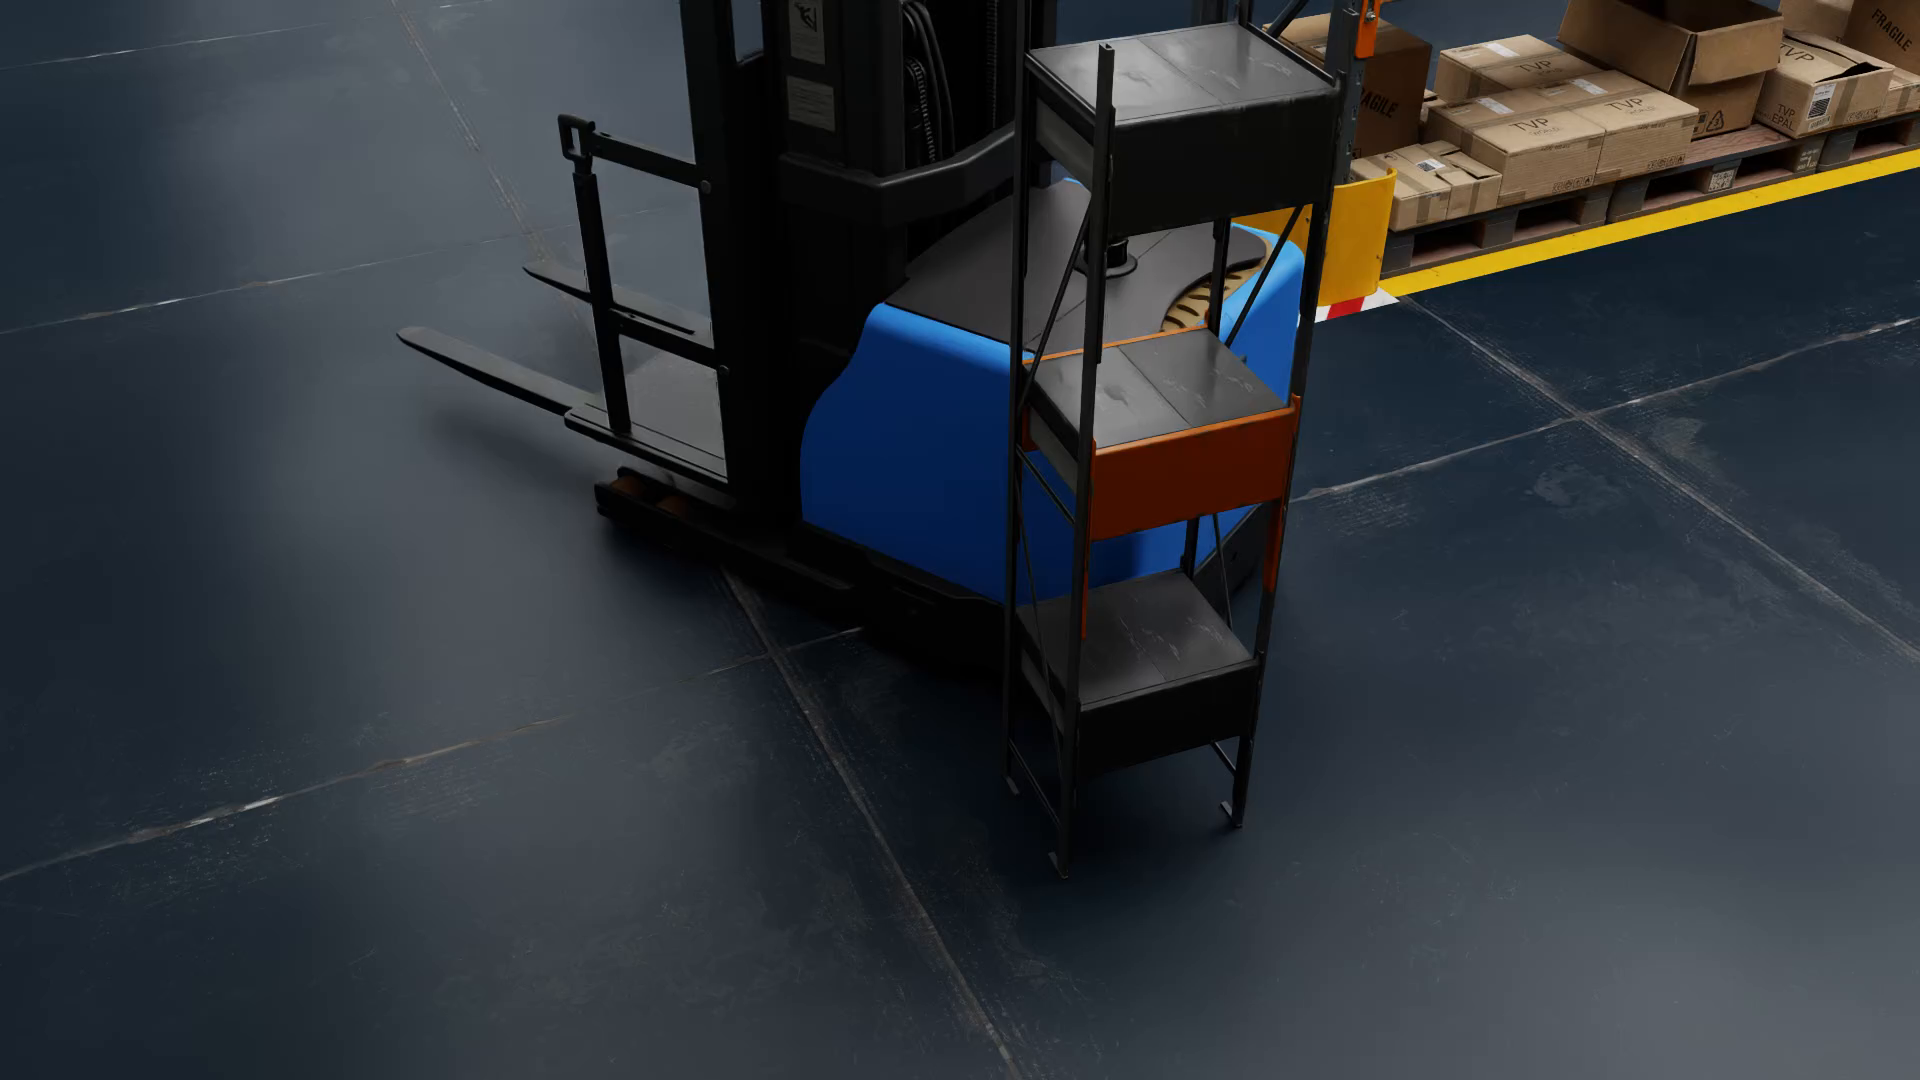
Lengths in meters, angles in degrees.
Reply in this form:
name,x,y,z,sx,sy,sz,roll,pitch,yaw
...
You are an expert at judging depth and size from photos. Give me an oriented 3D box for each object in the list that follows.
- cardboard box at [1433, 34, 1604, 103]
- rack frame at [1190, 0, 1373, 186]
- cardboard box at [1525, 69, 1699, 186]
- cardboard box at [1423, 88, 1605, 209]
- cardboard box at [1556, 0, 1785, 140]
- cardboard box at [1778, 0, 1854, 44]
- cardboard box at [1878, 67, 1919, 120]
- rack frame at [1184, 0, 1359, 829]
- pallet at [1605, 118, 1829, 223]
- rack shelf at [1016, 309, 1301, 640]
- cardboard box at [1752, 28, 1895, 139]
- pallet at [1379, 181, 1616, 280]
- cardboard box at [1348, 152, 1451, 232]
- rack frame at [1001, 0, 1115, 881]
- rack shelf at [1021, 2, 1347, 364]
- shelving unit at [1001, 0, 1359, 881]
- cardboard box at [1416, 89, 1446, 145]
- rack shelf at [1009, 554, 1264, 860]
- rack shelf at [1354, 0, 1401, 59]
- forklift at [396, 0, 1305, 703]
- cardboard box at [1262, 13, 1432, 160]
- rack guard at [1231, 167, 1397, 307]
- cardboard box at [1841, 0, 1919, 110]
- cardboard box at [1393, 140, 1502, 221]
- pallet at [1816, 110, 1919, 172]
name,x,y,z,sx,sy,sz,roll,pitch,yaw
cardboard box,2.465,-2.006,7.375,0.500,0.250,0.500,-16,39,-20
rack frame,1.204,-2.439,6.020,0.127,3.000,1.000,-16,39,-20
cardboard box,2.722,-1.749,7.029,0.500,0.250,0.500,-16,39,-20
cardboard box,2.270,-1.622,6.858,0.500,0.250,0.500,-16,39,-20
cardboard box,3.127,-2.147,7.353,0.637,0.503,0.797,-16,39,-20
cardboard box,4.353,-2.559,8.069,0.500,0.311,0.500,-16,39,-20
cardboard box,4.116,-2.059,7.531,0.250,0.149,0.380,-16,39,-20
rack frame,0.644,-0.217,3.780,0.015,2.100,0.400,-13,38,-17
pallet,3.097,-1.847,7.563,1.213,0.211,1.003,-16,39,-20
rack shelf,0.416,-0.154,3.717,0.480,0.518,0.431,-13,38,-17
cardboard box,3.751,-2.061,7.399,0.500,0.311,0.500,-16,39,-20
pallet,1.994,-1.540,7.150,1.213,0.211,1.003,-16,39,-20
cardboard box,1.729,-1.391,6.632,0.250,0.149,0.380,-16,39,-20
rack frame,0.189,-0.112,3.639,0.015,2.100,0.400,-13,38,-17
rack shelf,0.416,-0.716,3.300,0.480,0.518,0.431,-13,38,-17
shelving unit,0.416,-0.165,3.709,0.503,2.100,0.431,-13,38,-17
cardboard box,1.997,-1.802,7.171,0.250,0.166,0.380,-16,39,-20
rack shelf,0.416,0.409,4.135,0.480,0.518,0.431,-13,38,-17
rack shelf,3.015,-2.656,6.917,4.000,0.370,1.077,-16,39,-20
forklift,-0.546,-1.387,4.660,3.031,2.935,1.130,22,42,27
cardboard box,1.592,-1.882,6.999,0.500,0.500,0.500,-16,39,-20
rack guard,1.273,-1.454,6.791,0.348,0.500,1.175,-16,39,-20
cardboard box,4.430,-2.327,7.598,0.500,0.500,0.500,-16,39,-20
cardboard box,1.956,-1.462,6.712,0.250,0.166,0.380,-16,39,-20
pallet,4.203,-2.158,7.983,1.213,0.211,1.003,-16,39,-20
